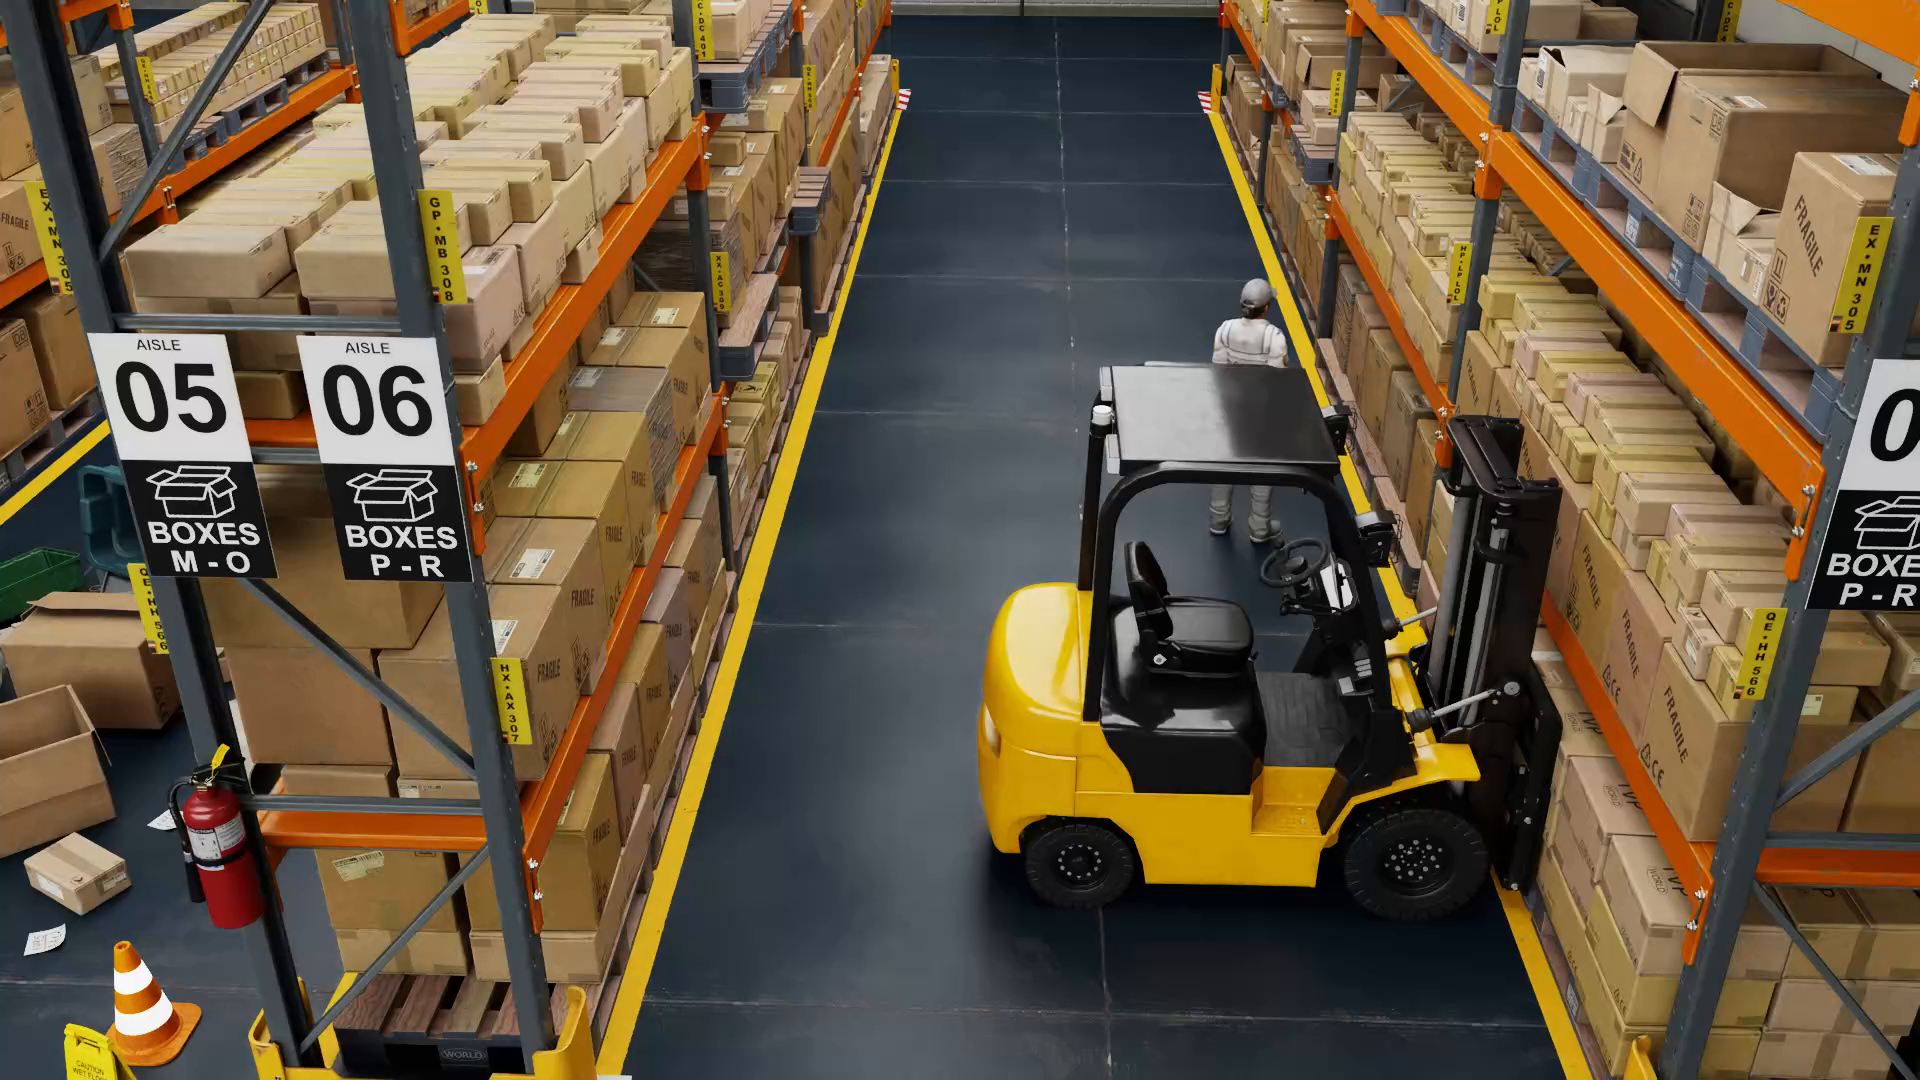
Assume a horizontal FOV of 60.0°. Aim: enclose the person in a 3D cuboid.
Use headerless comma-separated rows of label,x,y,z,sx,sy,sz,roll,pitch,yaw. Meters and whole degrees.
person,1.759,-0.783,10.085,0.488,1.668,0.395,13,31,23
